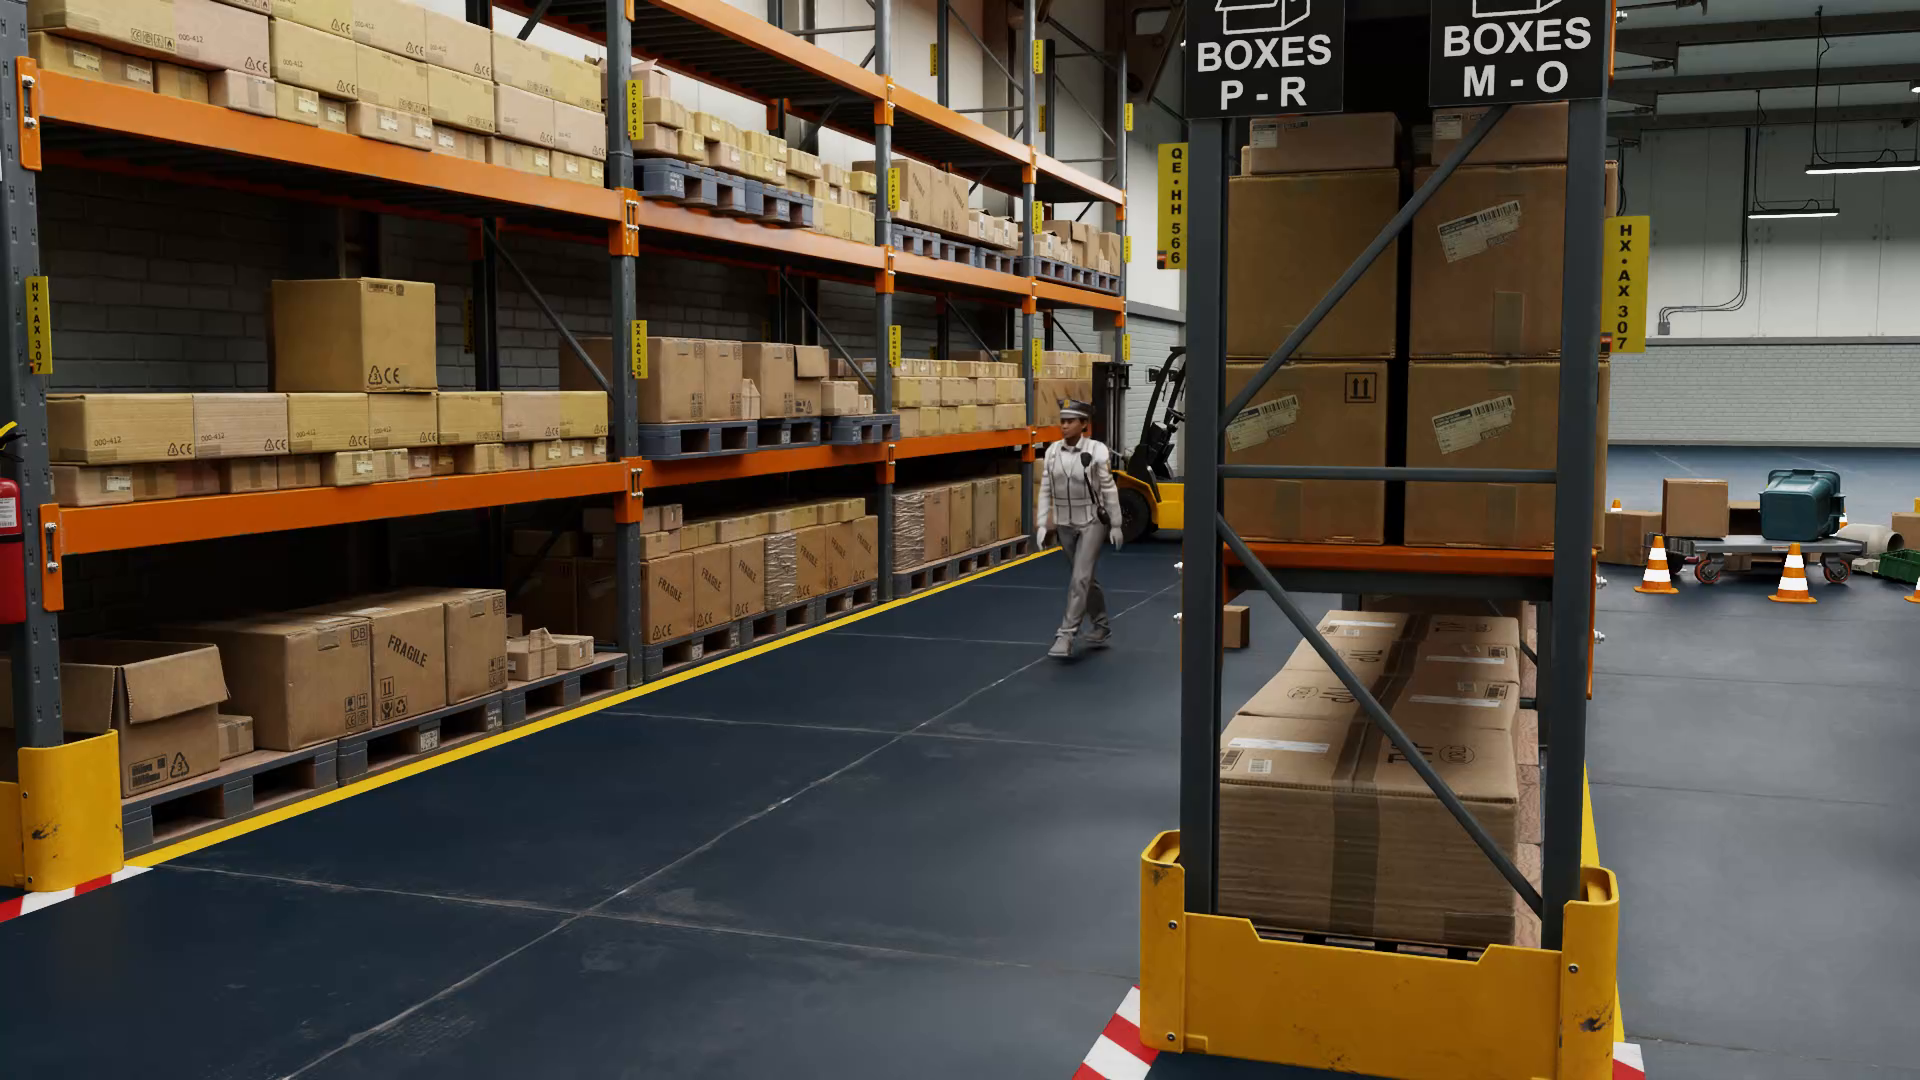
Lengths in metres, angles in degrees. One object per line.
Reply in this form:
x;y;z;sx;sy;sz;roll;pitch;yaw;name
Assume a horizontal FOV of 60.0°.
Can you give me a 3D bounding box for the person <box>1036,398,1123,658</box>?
0.727;-0.104;10.670;0.514;1.616;0.969;4;6;34;person
